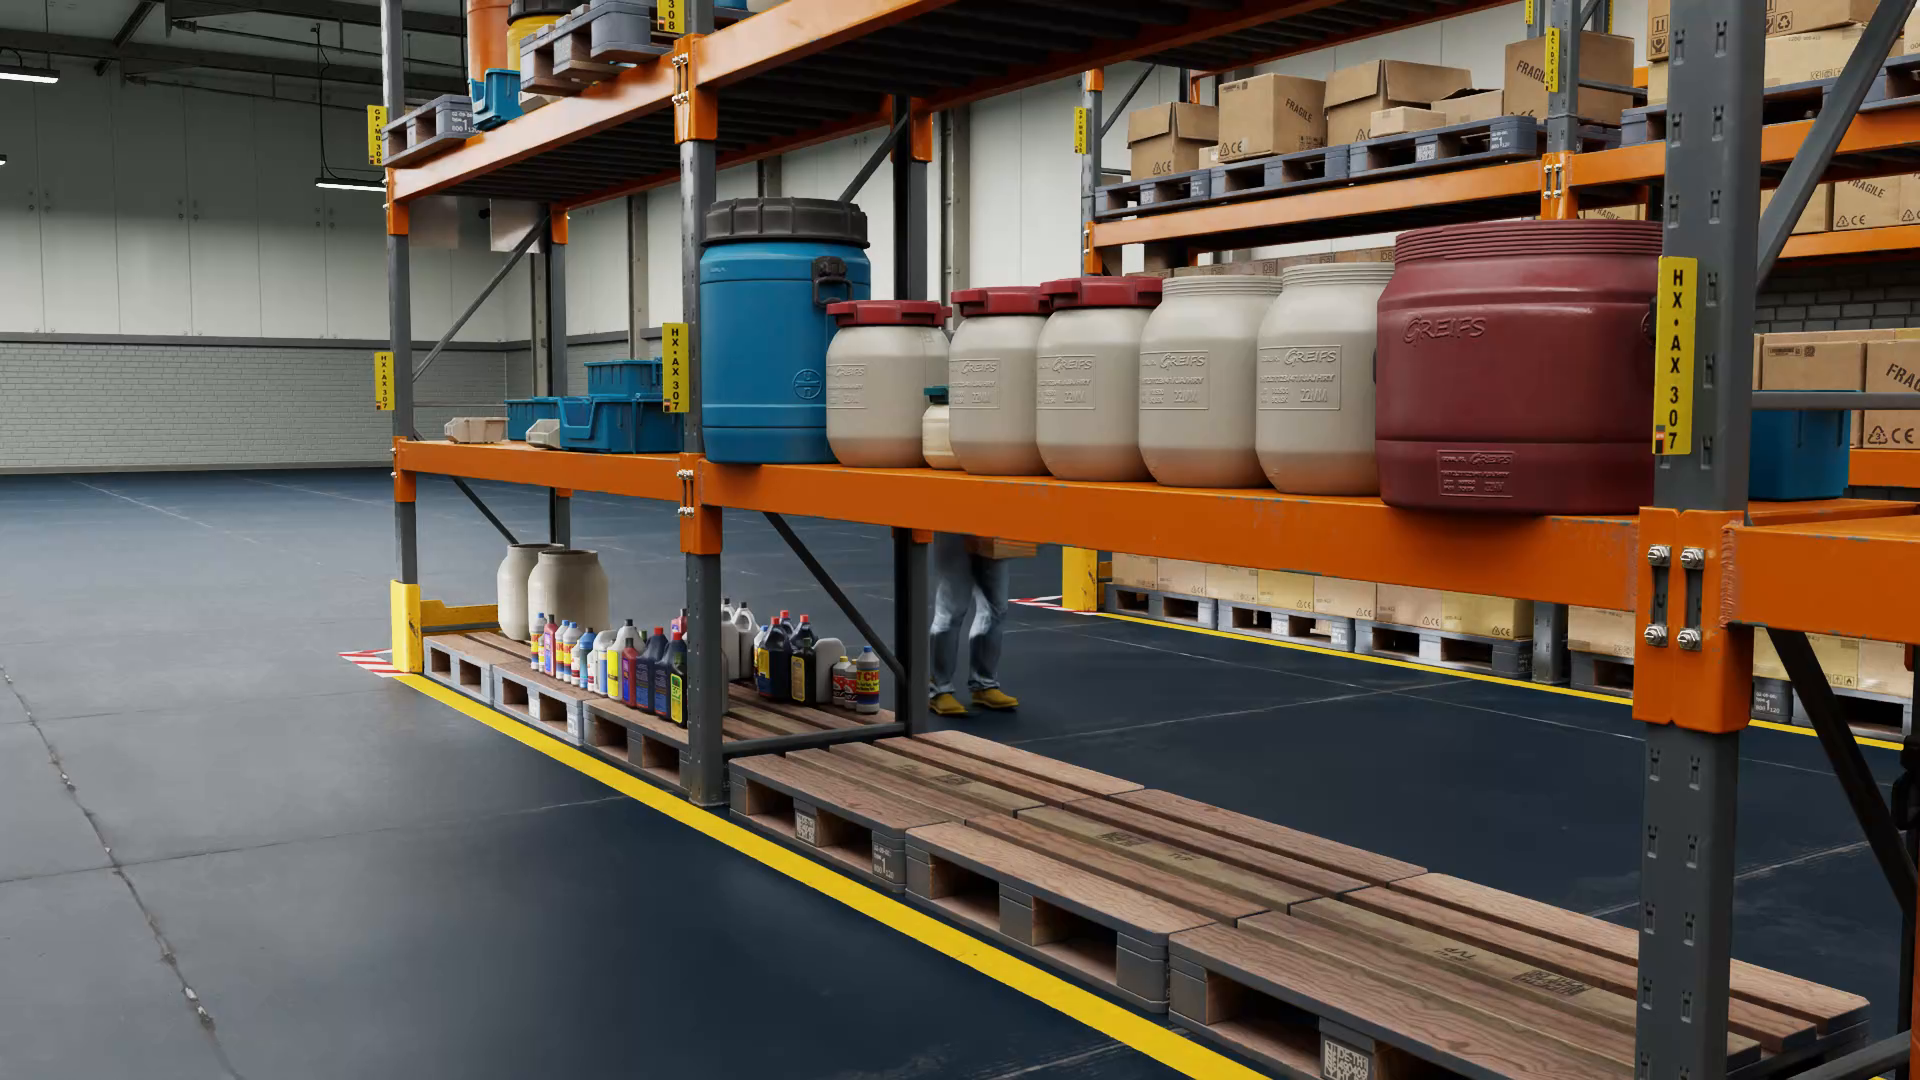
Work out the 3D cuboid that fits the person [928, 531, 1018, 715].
[{"bbox_3d":[0.085,-0.038,8.138,0.558,1.769,0.520,-3,6,-34],"label":"person"}]
